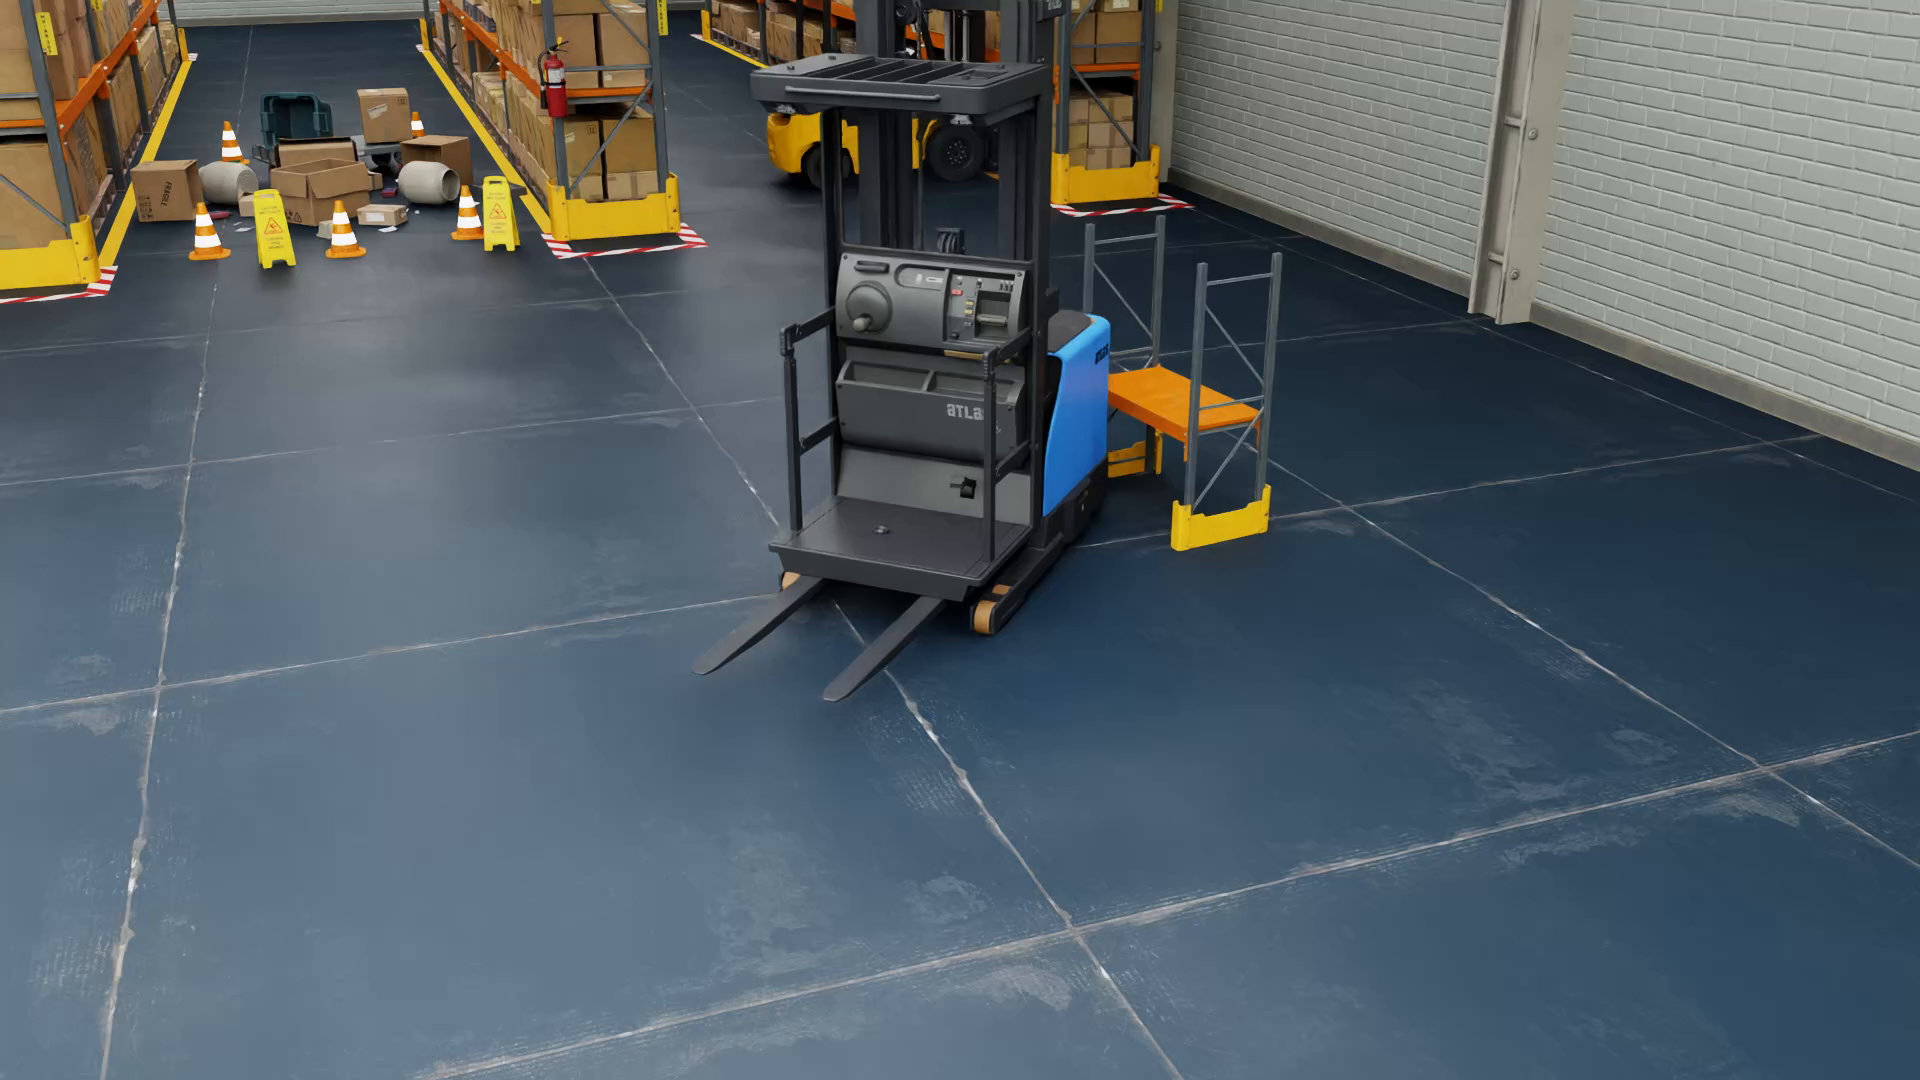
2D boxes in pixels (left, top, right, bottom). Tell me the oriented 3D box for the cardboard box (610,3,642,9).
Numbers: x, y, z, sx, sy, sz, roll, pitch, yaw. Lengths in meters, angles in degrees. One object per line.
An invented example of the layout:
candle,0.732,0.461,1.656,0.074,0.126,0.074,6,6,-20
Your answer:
cardboard box,-3.284,-4.813,15.795,0.500,0.500,0.500,-8,24,-17

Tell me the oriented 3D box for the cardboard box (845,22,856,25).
cardboard box,-1.507,-7.685,24.963,0.380,0.149,0.250,-10,25,-21

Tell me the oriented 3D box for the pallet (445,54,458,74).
pallet,-7.624,-7.594,26.496,1.003,0.211,1.213,-8,24,-19

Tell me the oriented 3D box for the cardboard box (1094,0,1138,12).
cardboard box,1.575,-5.418,16.779,0.380,0.149,0.250,-9,24,-20

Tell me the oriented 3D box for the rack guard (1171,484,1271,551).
rack guard,1.369,-0.123,8.721,0.587,0.250,0.087,-12,26,-26

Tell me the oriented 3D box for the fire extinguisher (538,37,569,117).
fire extinguisher,-3.580,-4.091,14.694,0.296,0.674,0.183,-8,24,-19

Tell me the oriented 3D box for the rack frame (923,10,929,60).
rack frame,0.040,-6.368,19.995,1.000,3.000,0.127,-8,24,-19

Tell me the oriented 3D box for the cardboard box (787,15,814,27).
cardboard box,-2.474,-8.073,25.884,0.380,0.149,0.250,-8,24,-19

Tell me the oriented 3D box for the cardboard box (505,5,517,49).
cardboard box,-4.344,-5.307,16.967,0.500,0.500,0.500,-9,24,-19

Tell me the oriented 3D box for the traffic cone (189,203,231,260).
traffic cone,-6.644,-2.735,14.642,0.336,0.463,0.334,-8,24,-19

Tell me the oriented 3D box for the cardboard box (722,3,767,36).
cardboard box,-3.807,-9.218,29.437,0.700,0.500,0.500,-7,24,-17

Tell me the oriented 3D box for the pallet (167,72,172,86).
pallet,-12.294,-6.830,24.684,1.003,0.211,1.213,-8,24,-19

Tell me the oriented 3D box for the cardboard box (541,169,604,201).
cardboard box,-3.735,-3.424,16.011,0.500,0.250,0.500,-8,24,-19

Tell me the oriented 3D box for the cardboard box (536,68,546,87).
cardboard box,-3.715,-4.299,15.412,0.380,0.149,0.250,-9,24,-20

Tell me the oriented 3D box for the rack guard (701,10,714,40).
rack guard,-4.173,-9.548,30.760,1.175,0.500,0.348,-8,24,-19

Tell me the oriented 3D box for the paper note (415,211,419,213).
paper note,-5.362,-3.241,16.427,0.032,0.001,0.123,-8,24,-19

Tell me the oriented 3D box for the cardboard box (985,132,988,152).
cardboard box,0.451,-4.519,18.608,0.500,0.250,0.500,-8,24,-17

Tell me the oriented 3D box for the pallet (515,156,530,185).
pallet,-4.332,-4.161,18.351,1.003,0.211,1.213,-8,24,-19

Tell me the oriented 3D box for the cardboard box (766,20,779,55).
cardboard box,-2.826,-8.109,26.806,0.500,0.500,0.500,-7,24,-17

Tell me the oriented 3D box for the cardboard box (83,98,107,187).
cardboard box,-9.041,-3.946,16.444,0.875,0.875,0.875,-8,24,-18

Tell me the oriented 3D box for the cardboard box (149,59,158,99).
cardboard box,-10.989,-6.124,22.096,0.500,0.500,0.500,-9,24,-20

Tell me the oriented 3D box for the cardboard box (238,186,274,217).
cardboard box,-6.868,-3.338,16.327,0.396,0.266,0.258,-4,23,-10

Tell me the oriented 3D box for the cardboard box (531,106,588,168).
cardboard box,-3.904,-3.948,16.290,0.500,0.500,0.500,-7,24,-17

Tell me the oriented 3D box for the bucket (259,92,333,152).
bucket,-6.993,-4.428,17.652,0.726,0.611,0.620,0,13,-1

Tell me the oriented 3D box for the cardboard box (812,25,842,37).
cardboard box,-1.962,-7.503,24.532,0.380,0.149,0.250,-9,25,-21

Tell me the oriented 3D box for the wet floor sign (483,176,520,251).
wet floor sign,-4.124,-2.931,14.873,0.267,0.644,0.232,0,23,-1

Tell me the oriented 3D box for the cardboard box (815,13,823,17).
cardboard box,-2.080,-8.249,26.303,0.380,0.149,0.250,-10,25,-22

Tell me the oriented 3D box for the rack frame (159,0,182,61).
rack frame,-13.437,-9.329,27.023,1.000,3.000,0.127,-8,24,-19

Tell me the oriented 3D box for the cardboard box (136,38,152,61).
cardboard box,-10.970,-6.459,21.926,0.500,0.250,0.500,-8,24,-19

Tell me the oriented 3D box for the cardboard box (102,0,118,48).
cardboard box,-9.485,-5.609,18.066,0.500,0.500,0.500,-8,24,-19

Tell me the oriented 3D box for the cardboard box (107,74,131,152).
cardboard box,-9.839,-4.690,18.372,1.050,0.750,0.750,-8,24,-19

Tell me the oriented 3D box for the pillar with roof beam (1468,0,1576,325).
pillar with roof beam,0.142,-5.285,9.702,9.100,9.000,0.400,-8,24,-19

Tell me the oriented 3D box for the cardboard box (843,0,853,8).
cardboard box,-1.272,-7.374,22.576,0.500,0.250,0.500,-9,24,-20

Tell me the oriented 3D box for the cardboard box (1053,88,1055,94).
cardboard box,0.812,-4.611,17.539,0.500,0.250,0.500,-8,24,-18

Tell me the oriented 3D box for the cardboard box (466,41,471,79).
cardboard box,-6.493,-6.940,23.549,0.875,0.875,0.875,-8,24,-18

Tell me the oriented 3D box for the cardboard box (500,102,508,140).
cardboard box,-4.790,-4.858,19.257,0.950,0.372,0.625,-8,24,-18

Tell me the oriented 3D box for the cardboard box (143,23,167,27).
cardboard box,-12.978,-8.227,26.770,0.380,0.149,0.250,-8,24,-18

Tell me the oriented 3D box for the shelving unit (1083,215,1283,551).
shelving unit,1.134,-0.870,8.882,0.587,1.500,1.083,-12,26,-26

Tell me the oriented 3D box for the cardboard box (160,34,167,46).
cardboard box,-12.256,-7.572,25.218,0.380,0.149,0.250,-8,24,-18

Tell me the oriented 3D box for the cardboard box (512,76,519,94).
cardboard box,-4.476,-4.765,17.391,0.380,0.149,0.250,-7,24,-17

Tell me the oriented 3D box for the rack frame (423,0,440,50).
rack frame,-8.842,-10.045,28.721,1.000,3.000,0.127,-8,24,-19

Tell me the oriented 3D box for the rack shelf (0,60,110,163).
rack shelf,-8.491,-3.911,15.093,1.077,0.370,4.000,-8,24,-19

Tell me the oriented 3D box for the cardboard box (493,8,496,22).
cardboard box,-5.043,-5.912,18.697,0.380,0.149,0.250,-8,24,-18

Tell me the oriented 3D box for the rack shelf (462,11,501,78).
rack shelf,-5.309,-6.080,20.240,1.077,0.370,4.000,-8,24,-19

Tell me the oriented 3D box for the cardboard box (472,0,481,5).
cardboard box,-5.875,-6.757,20.702,0.380,0.149,0.250,-8,24,-19

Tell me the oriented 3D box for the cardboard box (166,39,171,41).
cardboard box,-12.530,-7.723,25.958,0.380,0.149,0.250,-7,24,-16

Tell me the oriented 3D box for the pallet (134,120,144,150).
pallet,-10.403,-4.841,19.964,1.003,0.211,1.213,-8,24,-19

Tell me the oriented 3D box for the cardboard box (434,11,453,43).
cardboard box,-8.515,-8.832,28.601,0.875,0.438,0.875,-9,25,-21

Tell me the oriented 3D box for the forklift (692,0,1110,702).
forklift,-0.224,-1.093,7.569,1.130,2.935,3.031,9,25,21

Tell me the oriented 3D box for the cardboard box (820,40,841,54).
cardboard box,-1.724,-6.987,24.142,0.500,0.500,0.500,-8,24,-17

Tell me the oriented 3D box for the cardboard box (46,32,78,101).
cardboard box,-8.253,-4.131,14.496,0.875,0.550,0.550,-8,24,-19

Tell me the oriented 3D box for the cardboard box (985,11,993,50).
cardboard box,0.489,-5.660,18.188,0.500,0.500,0.500,-8,24,-19

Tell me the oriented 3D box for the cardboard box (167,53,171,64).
cardboard box,-12.349,-7.398,25.571,0.380,0.149,0.250,-9,24,-20
